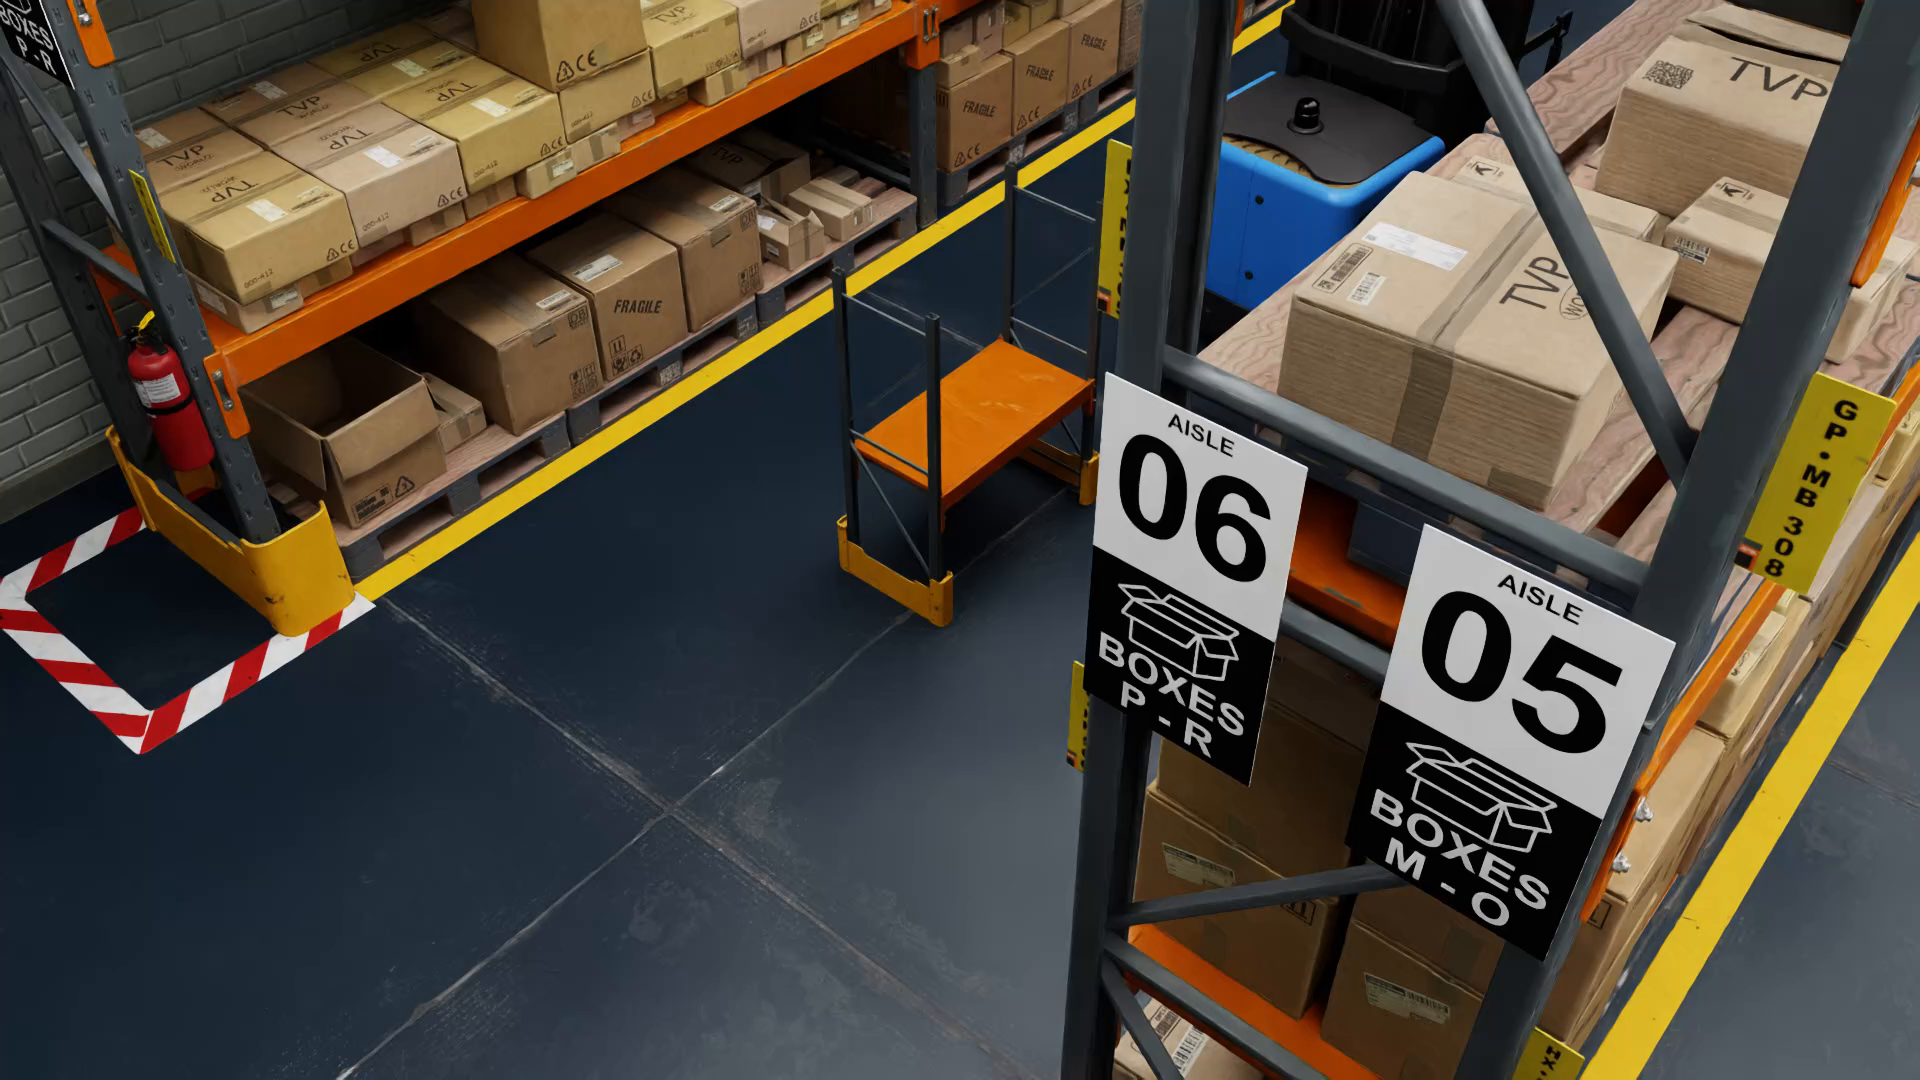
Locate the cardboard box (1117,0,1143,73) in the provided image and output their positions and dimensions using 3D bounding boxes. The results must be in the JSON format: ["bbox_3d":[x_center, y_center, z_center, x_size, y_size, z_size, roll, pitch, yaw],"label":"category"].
[{"bbox_3d":[0.936,-3.235,10.125,0.500,0.500,0.500,28,49,27],"label":"cardboard box"}]

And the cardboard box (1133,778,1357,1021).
[{"bbox_3d":[0.790,0.751,4.120,0.500,0.500,0.500,30,50,29],"label":"cardboard box"}]

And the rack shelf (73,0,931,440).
[{"bbox_3d":[-1.833,-1.759,7.490,1.077,0.370,4.000,29,50,28],"label":"rack shelf"}]

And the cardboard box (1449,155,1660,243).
[{"bbox_3d":[1.111,-0.579,3.228,0.380,0.149,0.250,26,48,26],"label":"cardboard box"}]

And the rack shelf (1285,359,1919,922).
[{"bbox_3d":[1.969,-0.722,4.120,1.077,0.370,4.000,29,50,28],"label":"rack shelf"}]

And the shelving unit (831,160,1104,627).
[{"bbox_3d":[0.049,-0.594,6.789,0.587,1.500,1.083,29,50,28],"label":"shelving unit"}]

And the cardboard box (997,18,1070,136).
[{"bbox_3d":[0.273,-2.716,9.553,0.500,0.500,0.500,29,50,28],"label":"cardboard box"}]

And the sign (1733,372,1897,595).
[{"bbox_3d":[1.103,-0.068,2.157,0.100,0.325,0.005,29,50,28],"label":"sign"}]

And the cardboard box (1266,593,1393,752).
[{"bbox_3d":[0.760,0.233,3.464,0.380,0.149,0.250,30,50,29],"label":"cardboard box"}]

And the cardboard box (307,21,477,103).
[{"bbox_3d":[-2.372,-1.920,7.022,0.500,0.250,0.500,31,51,30],"label":"cardboard box"}]

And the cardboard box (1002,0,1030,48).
[{"bbox_3d":[0.165,-2.909,9.283,0.380,0.149,0.250,27,49,26],"label":"cardboard box"}]

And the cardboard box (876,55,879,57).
[{"bbox_3d":[-0.529,-2.840,9.208,0.380,0.149,0.250,28,49,27],"label":"cardboard box"}]

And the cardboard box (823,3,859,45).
[{"bbox_3d":[-0.708,-2.545,8.007,0.380,0.149,0.250,31,51,29],"label":"cardboard box"}]

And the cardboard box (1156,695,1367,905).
[{"bbox_3d":[0.810,0.393,3.770,0.500,0.500,0.500,31,51,30],"label":"cardboard box"}]

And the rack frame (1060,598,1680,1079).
[{"bbox_3d":[0.682,1.151,3.754,1.000,3.000,0.127,29,50,28],"label":"rack frame"}]

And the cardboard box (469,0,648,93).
[{"bbox_3d":[-1.656,-2.217,6.792,0.500,0.500,0.500,31,51,29],"label":"cardboard box"}]

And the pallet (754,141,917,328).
[{"bbox_3d":[-0.988,-1.670,8.930,1.003,0.211,1.213,29,50,28],"label":"pallet"}]

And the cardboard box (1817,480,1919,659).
[{"bbox_3d":[2.514,-0.063,5.016,0.500,0.500,0.500,29,50,28],"label":"cardboard box"}]

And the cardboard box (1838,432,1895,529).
[{"bbox_3d":[1.968,-0.220,3.963,0.380,0.149,0.250,30,50,29],"label":"cardboard box"}]

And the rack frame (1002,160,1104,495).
[{"bbox_3d":[0.382,-0.861,7.082,0.500,1.500,0.032,29,50,28],"label":"rack frame"}]

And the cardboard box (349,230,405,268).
[{"bbox_3d":[-2.427,-1.255,6.587,0.380,0.149,0.250,29,50,28],"label":"cardboard box"}]

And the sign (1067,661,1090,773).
[{"bbox_3d":[0.276,0.393,3.551,0.100,0.325,0.005,29,50,28],"label":"sign"}]

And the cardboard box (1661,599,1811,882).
[{"bbox_3d":[1.536,0.352,3.816,0.500,0.500,0.500,28,49,27],"label":"cardboard box"}]

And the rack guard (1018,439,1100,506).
[{"bbox_3d":[0.370,-0.388,7.491,0.587,0.250,0.087,29,50,28],"label":"rack guard"}]

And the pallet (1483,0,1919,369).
[{"bbox_3d":[1.936,-0.943,3.894,1.003,0.211,1.213,29,50,28],"label":"pallet"}]

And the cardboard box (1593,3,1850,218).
[{"bbox_3d":[1.684,-0.867,3.424,0.500,0.311,0.500,30,50,29],"label":"cardboard box"}]

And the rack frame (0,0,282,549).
[{"bbox_3d":[-3.120,-0.996,6.115,1.000,3.000,0.127,29,50,28],"label":"rack frame"}]

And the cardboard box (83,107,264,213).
[{"bbox_3d":[-3.027,-1.402,6.453,0.500,0.250,0.500,31,51,30],"label":"cardboard box"}]

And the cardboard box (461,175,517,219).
[{"bbox_3d":[-2.051,-1.497,6.854,0.380,0.149,0.250,30,50,29],"label":"cardboard box"}]

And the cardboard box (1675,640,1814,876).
[{"bbox_3d":[1.856,0.465,4.435,0.500,0.500,0.500,29,50,28],"label":"cardboard box"}]

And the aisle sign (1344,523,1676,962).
[{"bbox_3d":[0.858,0.352,2.701,0.394,0.787,0.004,29,50,28],"label":"aisle sign"}]

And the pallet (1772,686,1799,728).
[{"bbox_3d":[2.707,0.481,6.564,1.003,0.211,1.213,29,50,28],"label":"pallet"}]

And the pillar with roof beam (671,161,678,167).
[{"bbox_3d":[1.612,-3.443,4.347,9.100,9.000,0.400,29,50,28],"label":"pillar with roof beam"}]

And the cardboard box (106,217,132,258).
[{"bbox_3d":[-3.112,-1.190,6.515,0.380,0.149,0.250,29,50,28],"label":"cardboard box"}]

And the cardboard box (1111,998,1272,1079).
[{"bbox_3d":[1.030,1.561,4.896,0.875,0.438,0.875,28,49,27],"label":"cardboard box"}]

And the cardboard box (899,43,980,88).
[{"bbox_3d":[-0.111,-2.595,8.938,0.380,0.149,0.250,32,51,30],"label":"cardboard box"}]

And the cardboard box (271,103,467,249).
[{"bbox_3d":[-2.297,-1.427,6.480,0.500,0.250,0.500,30,50,29],"label":"cardboard box"}]

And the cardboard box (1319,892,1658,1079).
[{"bbox_3d":[1.211,0.992,3.856,0.500,0.500,0.500,29,50,28],"label":"cardboard box"}]

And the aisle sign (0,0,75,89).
[{"bbox_3d":[-2.939,-1.795,5.062,0.394,0.787,0.004,29,50,28],"label":"aisle sign"}]

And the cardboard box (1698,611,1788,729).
[{"bbox_3d":[1.492,0.192,3.510,0.380,0.149,0.250,31,51,30],"label":"cardboard box"}]

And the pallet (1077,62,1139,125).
[{"bbox_3d":[0.734,-3.090,10.491,1.003,0.211,1.213,29,50,28],"label":"pallet"}]

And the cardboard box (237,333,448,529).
[{"bbox_3d":[-2.653,-0.501,7.115,0.797,0.503,0.637,28,49,27],"label":"cardboard box"}]

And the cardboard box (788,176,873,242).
[{"bbox_3d":[-0.679,-1.742,8.743,0.380,0.149,0.250,28,49,27],"label":"cardboard box"}]

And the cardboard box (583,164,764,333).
[{"bbox_3d":[-1.405,-1.458,8.170,0.700,0.500,0.500,28,49,27],"label":"cardboard box"}]

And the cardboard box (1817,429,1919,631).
[{"bbox_3d":[2.182,-0.174,4.394,0.500,0.500,0.500,30,50,29],"label":"cardboard box"}]

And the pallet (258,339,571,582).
[{"bbox_3d":[-2.558,-0.414,7.549,1.003,0.211,1.213,29,50,28],"label":"pallet"}]

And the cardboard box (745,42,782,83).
[{"bbox_3d":[-1.047,-2.278,7.712,0.380,0.149,0.250,31,51,29],"label":"cardboard box"}]

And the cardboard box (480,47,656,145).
[{"bbox_3d":[-1.661,-1.962,7.068,0.500,0.250,0.500,28,49,27],"label":"cardboard box"}]

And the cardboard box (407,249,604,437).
[{"bbox_3d":[-2.074,-0.923,7.582,0.700,0.500,0.500,32,51,30],"label":"cardboard box"}]

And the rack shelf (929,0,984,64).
[{"bbox_3d":[0.742,-3.819,9.755,1.077,0.370,4.000,29,50,28],"label":"rack shelf"}]

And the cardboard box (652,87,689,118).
[{"bbox_3d":[-1.441,-2.050,7.461,0.380,0.149,0.250,30,50,29],"label":"cardboard box"}]

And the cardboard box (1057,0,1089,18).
[{"bbox_3d":[0.520,-3.168,9.568,0.380,0.149,0.250,29,50,28],"label":"cardboard box"}]

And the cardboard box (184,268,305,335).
[{"bbox_3d":[-2.698,-0.953,6.255,0.380,0.149,0.250,29,50,28],"label":"cardboard box"}]

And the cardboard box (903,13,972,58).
[{"bbox_3d":[-0.157,-2.732,8.867,0.380,0.149,0.250,29,50,28],"label":"cardboard box"}]

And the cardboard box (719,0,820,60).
[{"bbox_3d":[-0.998,-2.478,7.636,0.500,0.250,0.500,30,50,29],"label":"cardboard box"}]

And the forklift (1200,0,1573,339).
[{"bbox_3d":[2.382,-2.725,8.069,1.130,2.935,3.031,33,52,31],"label":"forklift"}]

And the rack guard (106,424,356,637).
[{"bbox_3d":[-3.071,-0.110,6.999,1.175,0.500,0.348,29,50,28],"label":"rack guard"}]

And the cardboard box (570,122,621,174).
[{"bbox_3d":[-1.677,-1.740,7.120,0.380,0.149,0.250,31,50,29],"label":"cardboard box"}]
